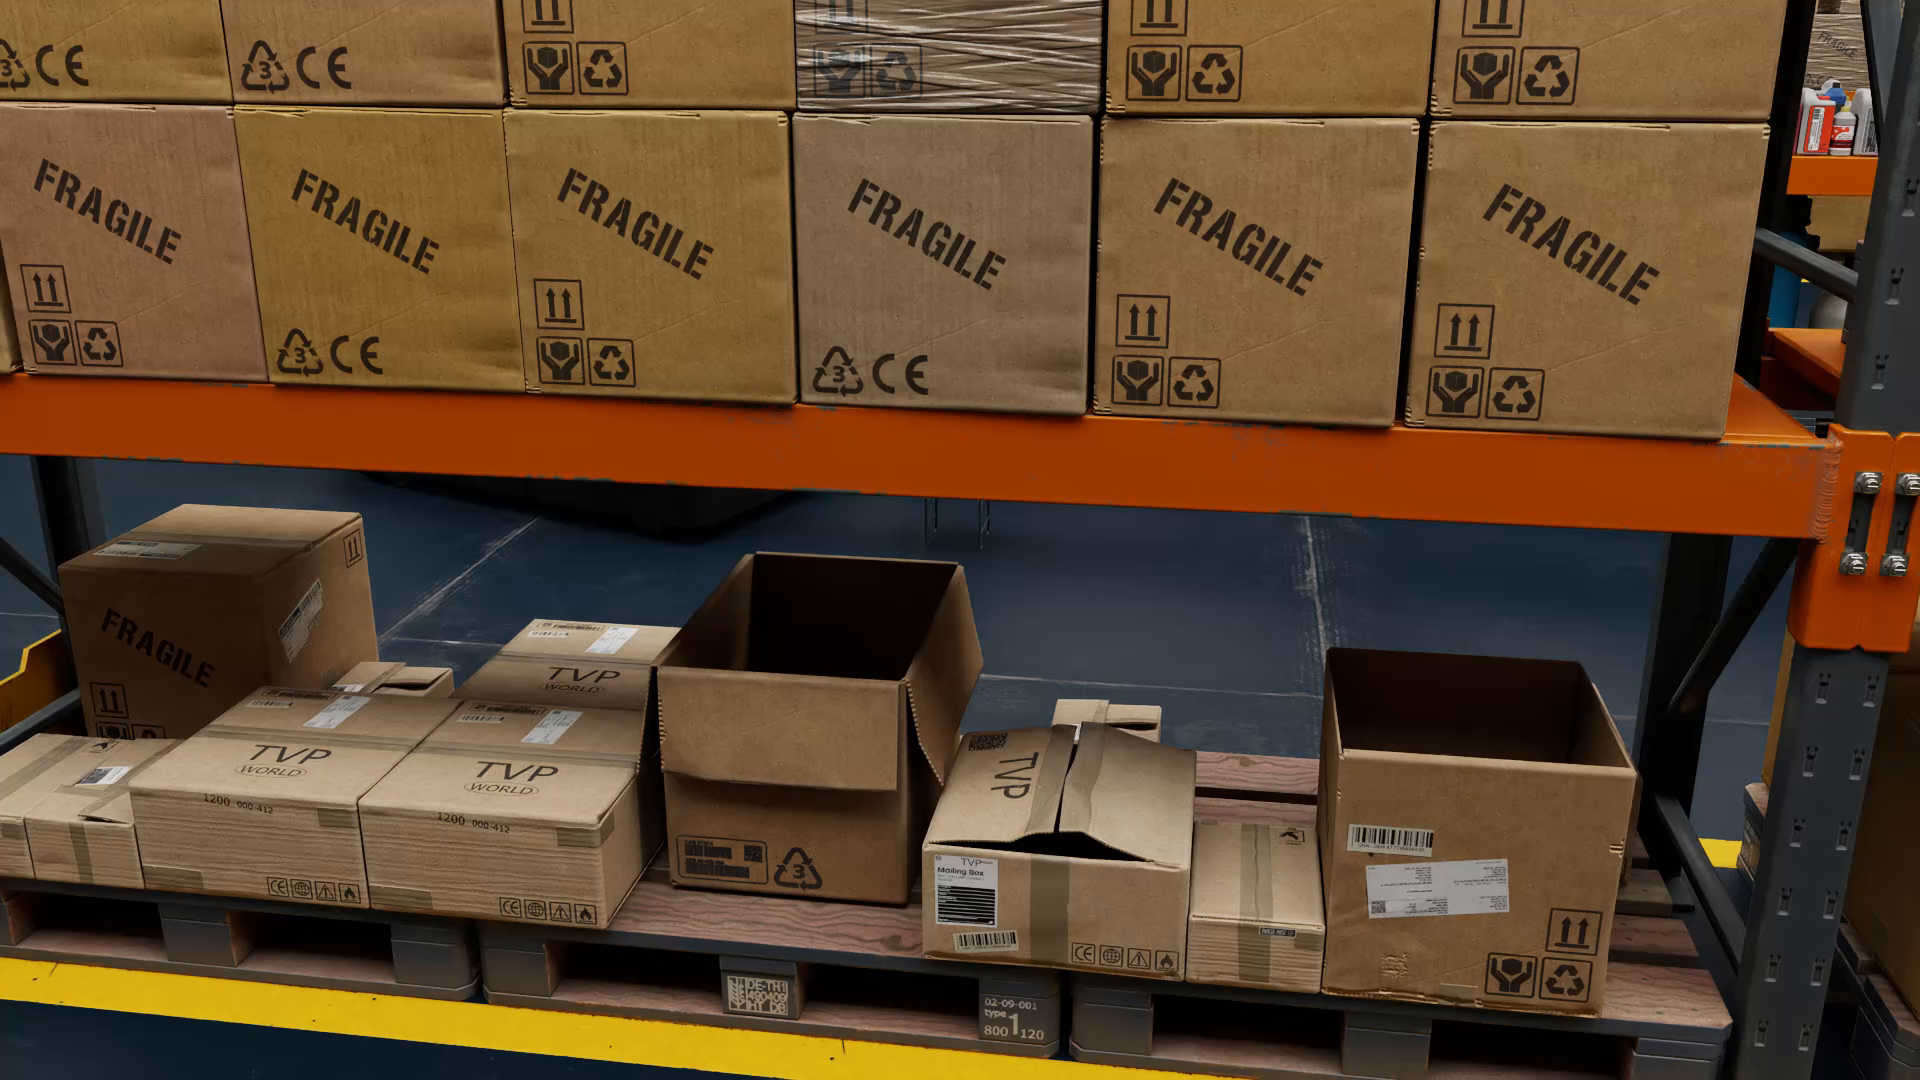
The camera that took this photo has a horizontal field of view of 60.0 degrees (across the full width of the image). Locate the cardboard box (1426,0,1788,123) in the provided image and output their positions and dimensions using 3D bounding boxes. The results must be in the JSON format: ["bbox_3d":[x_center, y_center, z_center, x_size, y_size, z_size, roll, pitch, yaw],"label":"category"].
[{"bbox_3d":[1.022,-0.960,2.711,0.500,0.500,0.500,3,19,9],"label":"cardboard box"}]

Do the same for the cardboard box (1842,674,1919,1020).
[{"bbox_3d":[2.001,0.584,3.078,0.500,0.500,0.500,2,19,6],"label":"cardboard box"}]

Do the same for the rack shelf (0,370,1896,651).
[{"bbox_3d":[-0.413,-0.253,3.467,4.000,0.370,1.077,3,19,9],"label":"rack shelf"}]

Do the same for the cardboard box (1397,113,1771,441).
[{"bbox_3d":[1.028,-0.486,2.871,0.500,0.500,0.500,3,19,10],"label":"cardboard box"}]

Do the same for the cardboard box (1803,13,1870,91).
[{"bbox_3d":[6.068,-3.417,11.632,0.500,0.500,0.500,3,19,8],"label":"cardboard box"}]

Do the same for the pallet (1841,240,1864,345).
[{"bbox_3d":[2.334,-0.328,2.860,1.213,0.211,1.003,3,19,9],"label":"pallet"}]

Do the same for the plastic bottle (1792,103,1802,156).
[{"bbox_3d":[3.523,-1.793,7.119,0.133,0.283,0.061,3,19,9],"label":"plastic bottle"}]

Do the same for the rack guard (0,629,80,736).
[{"bbox_3d":[-2.312,0.494,4.039,0.348,0.500,1.175,3,19,9],"label":"rack guard"}]

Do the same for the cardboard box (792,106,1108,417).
[{"bbox_3d":[0.011,-0.537,3.022,0.500,0.500,0.500,3,19,10],"label":"cardboard box"}]

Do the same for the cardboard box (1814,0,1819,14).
[{"bbox_3d":[5.724,-3.995,11.776,0.637,0.503,0.797,3,19,10],"label":"cardboard box"}]

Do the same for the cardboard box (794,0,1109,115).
[{"bbox_3d":[0.018,-1.010,2.861,0.500,0.500,0.500,3,19,9],"label":"cardboard box"}]

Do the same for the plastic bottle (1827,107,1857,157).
[{"bbox_3d":[3.772,-1.748,7.112,0.097,0.201,0.097,0,18,0],"label":"plastic bottle"}]

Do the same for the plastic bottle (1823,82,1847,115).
[{"bbox_3d":[4.011,-1.964,7.647,0.097,0.271,0.097,0,18,0],"label":"plastic bottle"}]

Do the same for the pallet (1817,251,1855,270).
[{"bbox_3d":[6.320,-2.137,12.357,1.213,0.211,1.003,3,19,9],"label":"pallet"}]

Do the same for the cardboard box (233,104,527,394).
[{"bbox_3d":[-0.986,-0.587,3.173,0.500,0.500,0.500,3,19,8],"label":"cardboard box"}]

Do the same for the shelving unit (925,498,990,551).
[{"bbox_3d":[-0.008,-0.427,6.162,0.210,0.900,0.258,3,19,9],"label":"shelving unit"}]

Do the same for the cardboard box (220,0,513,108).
[{"bbox_3d":[-0.981,-1.061,3.014,0.500,0.500,0.500,3,19,9],"label":"cardboard box"}]

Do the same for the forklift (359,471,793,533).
[{"bbox_3d":[-1.999,-1.746,6.903,3.031,2.935,1.130,11,21,29],"label":"forklift"}]

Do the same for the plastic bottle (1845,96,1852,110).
[{"bbox_3d":[4.131,-1.973,7.786,0.097,0.201,0.097,0,18,0],"label":"plastic bottle"}]

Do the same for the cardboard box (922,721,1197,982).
[{"bbox_3d":[0.214,0.595,3.341,0.500,0.311,0.500,3,19,9],"label":"cardboard box"}]

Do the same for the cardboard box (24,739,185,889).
[{"bbox_3d":[-1.782,0.581,3.611,0.250,0.166,0.380,3,19,9],"label":"cardboard box"}]

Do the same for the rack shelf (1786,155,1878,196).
[{"bbox_3d":[4.326,-1.604,7.502,4.000,0.370,1.077,3,19,9],"label":"rack shelf"}]

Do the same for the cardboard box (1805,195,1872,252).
[{"bbox_3d":[6.408,-2.629,12.119,0.875,0.875,1.225,2,19,6],"label":"cardboard box"}]

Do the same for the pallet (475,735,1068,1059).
[{"bbox_3d":[-0.324,0.733,3.780,1.213,0.211,1.003,3,19,9],"label":"pallet"}]

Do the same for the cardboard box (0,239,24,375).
[{"bbox_3d":[-1.991,-0.638,3.324,0.500,0.500,0.500,3,19,10],"label":"cardboard box"}]

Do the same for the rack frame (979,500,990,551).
[{"bbox_3d":[0.092,-0.422,6.146,0.006,0.900,0.240,3,19,9],"label":"rack frame"}]

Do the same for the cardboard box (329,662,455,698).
[{"bbox_3d":[-1.426,0.439,4.037,0.250,0.166,0.380,3,19,9],"label":"cardboard box"}]

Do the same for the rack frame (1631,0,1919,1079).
[{"bbox_3d":[1.562,-0.494,3.052,0.127,3.000,1.000,3,19,9],"label":"rack frame"}]

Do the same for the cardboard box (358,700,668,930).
[{"bbox_3d":[-0.908,0.567,3.522,0.500,0.250,0.500,3,19,9],"label":"cardboard box"}]

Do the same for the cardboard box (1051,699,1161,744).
[{"bbox_3d":[0.326,0.512,3.818,0.250,0.166,0.380,3,19,9],"label":"cardboard box"}]

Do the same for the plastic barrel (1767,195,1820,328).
[{"bbox_3d":[3.585,-1.181,7.751,0.708,0.901,0.600,3,19,9],"label":"plastic barrel"}]

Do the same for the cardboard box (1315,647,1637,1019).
[{"bbox_3d":[0.954,0.543,3.199,0.500,0.500,0.500,3,19,9],"label":"cardboard box"}]
